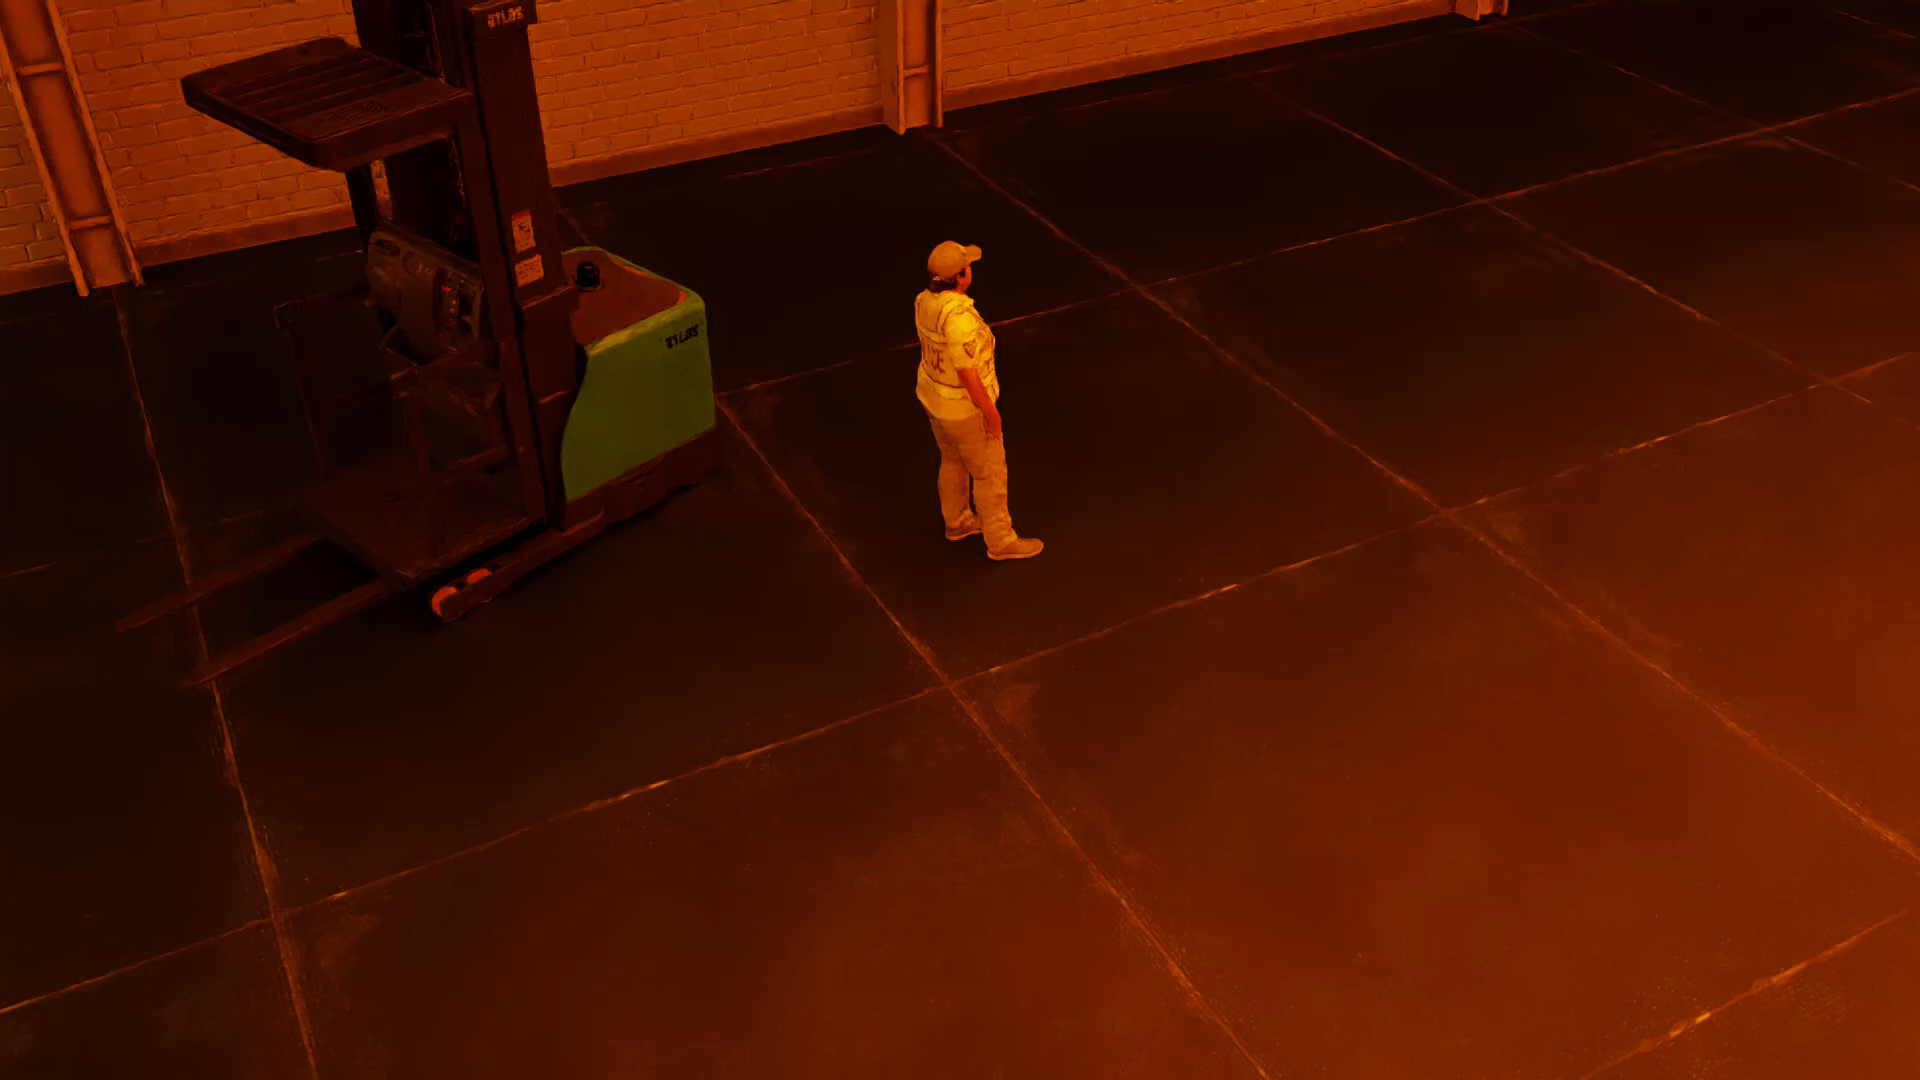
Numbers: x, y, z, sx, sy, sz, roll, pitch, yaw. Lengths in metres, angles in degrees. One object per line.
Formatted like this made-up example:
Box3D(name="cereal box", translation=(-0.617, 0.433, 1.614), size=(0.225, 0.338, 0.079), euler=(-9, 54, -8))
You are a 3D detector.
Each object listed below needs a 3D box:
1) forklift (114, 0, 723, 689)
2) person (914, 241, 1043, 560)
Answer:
Box3D(name="forklift", translation=(-2.666, -1.138, 7.733), size=(1.130, 2.935, 3.031), euler=(27, 44, 33))
Box3D(name="person", translation=(0.078, -0.696, 8.190), size=(0.529, 1.669, 0.598), euler=(-17, 39, -23))
